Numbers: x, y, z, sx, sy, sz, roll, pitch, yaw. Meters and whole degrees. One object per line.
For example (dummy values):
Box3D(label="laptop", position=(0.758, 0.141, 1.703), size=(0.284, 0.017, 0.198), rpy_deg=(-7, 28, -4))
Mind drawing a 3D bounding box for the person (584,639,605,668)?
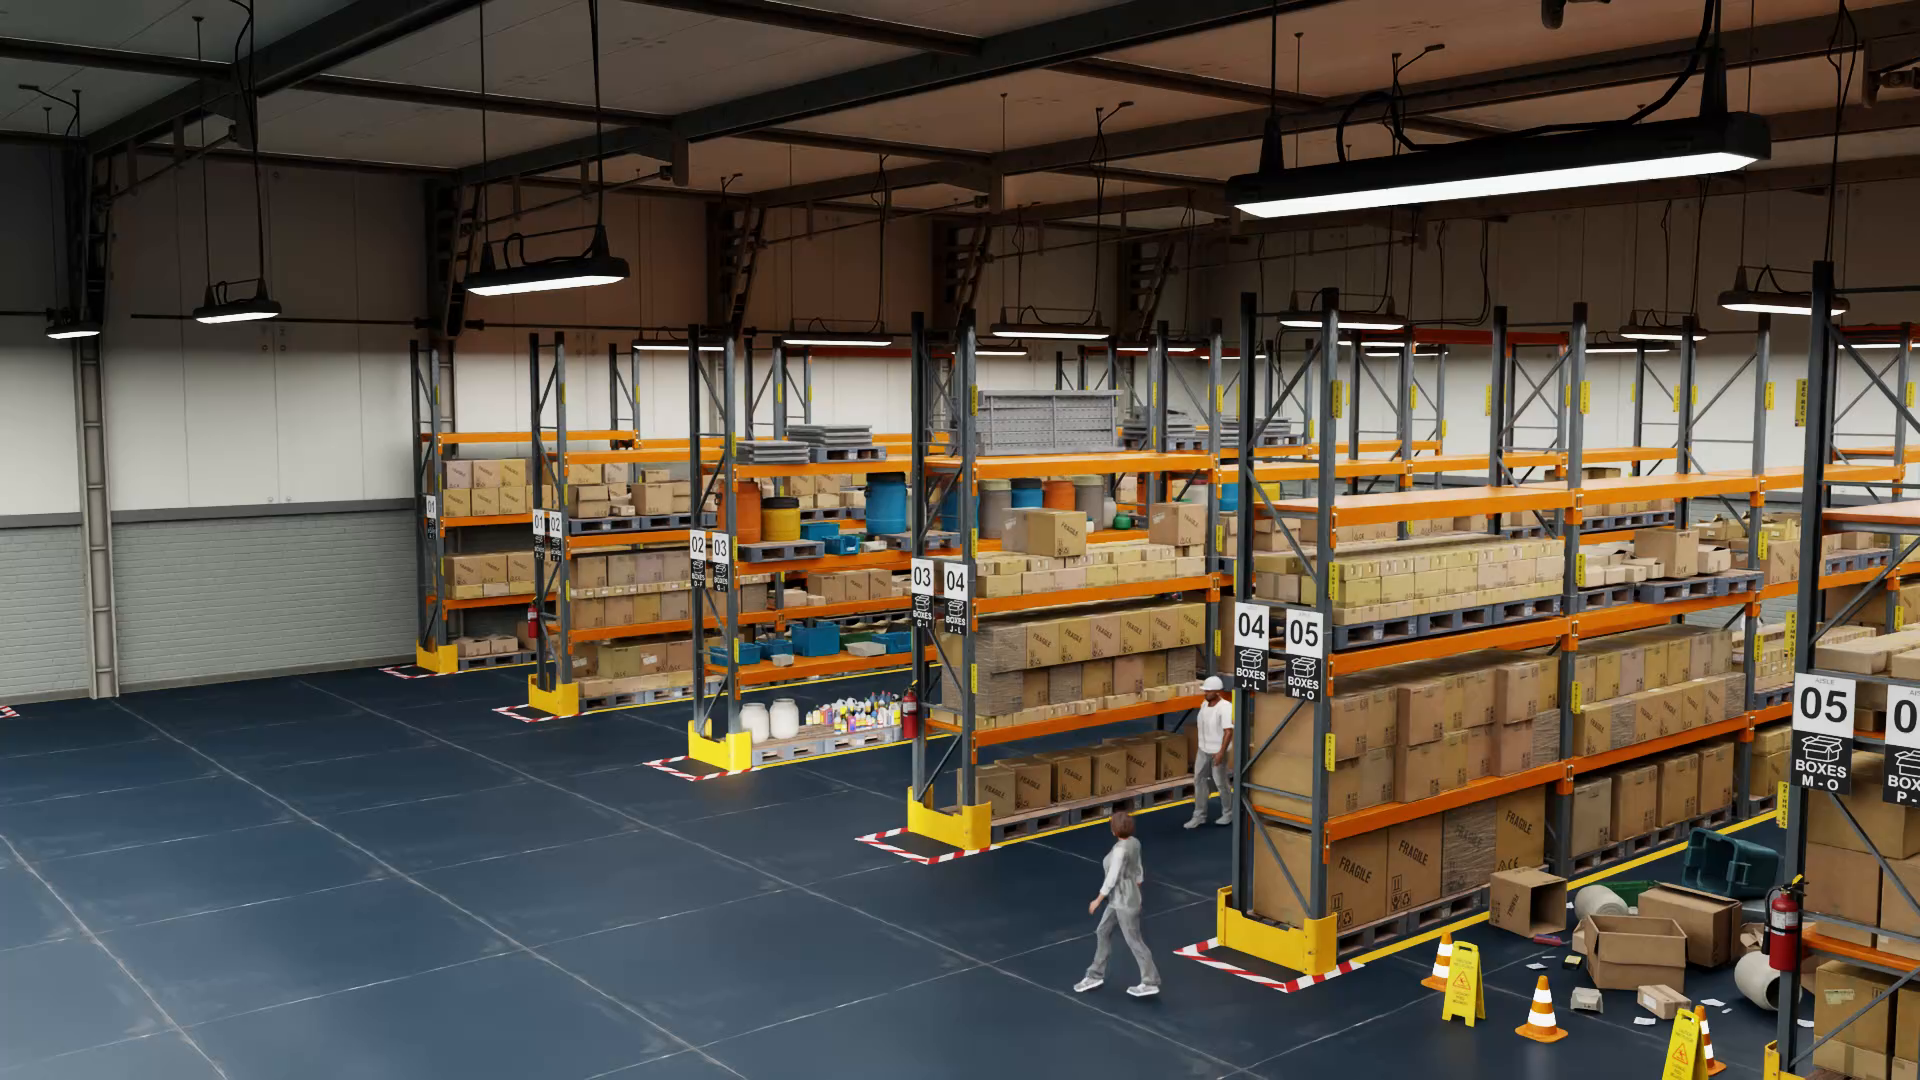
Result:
Box3D(label="person", position=(-6.365, 1.662, 28.771), size=(0.479, 1.675, 0.507), rpy_deg=(-3, 6, -32))

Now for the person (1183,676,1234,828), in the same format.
Box3D(label="person", position=(2.947, 2.488, 19.529), size=(0.639, 1.792, 0.642), rpy_deg=(-3, 6, -29))

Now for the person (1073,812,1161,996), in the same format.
Box3D(label="person", position=(1.321, 3.082, 14.044), size=(0.731, 1.611, 0.381), rpy_deg=(1, 5, 7))

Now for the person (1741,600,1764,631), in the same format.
Box3D(label="person", position=(12.838, 1.780, 27.073), size=(0.464, 1.764, 0.579), rpy_deg=(3, 6, 32))
